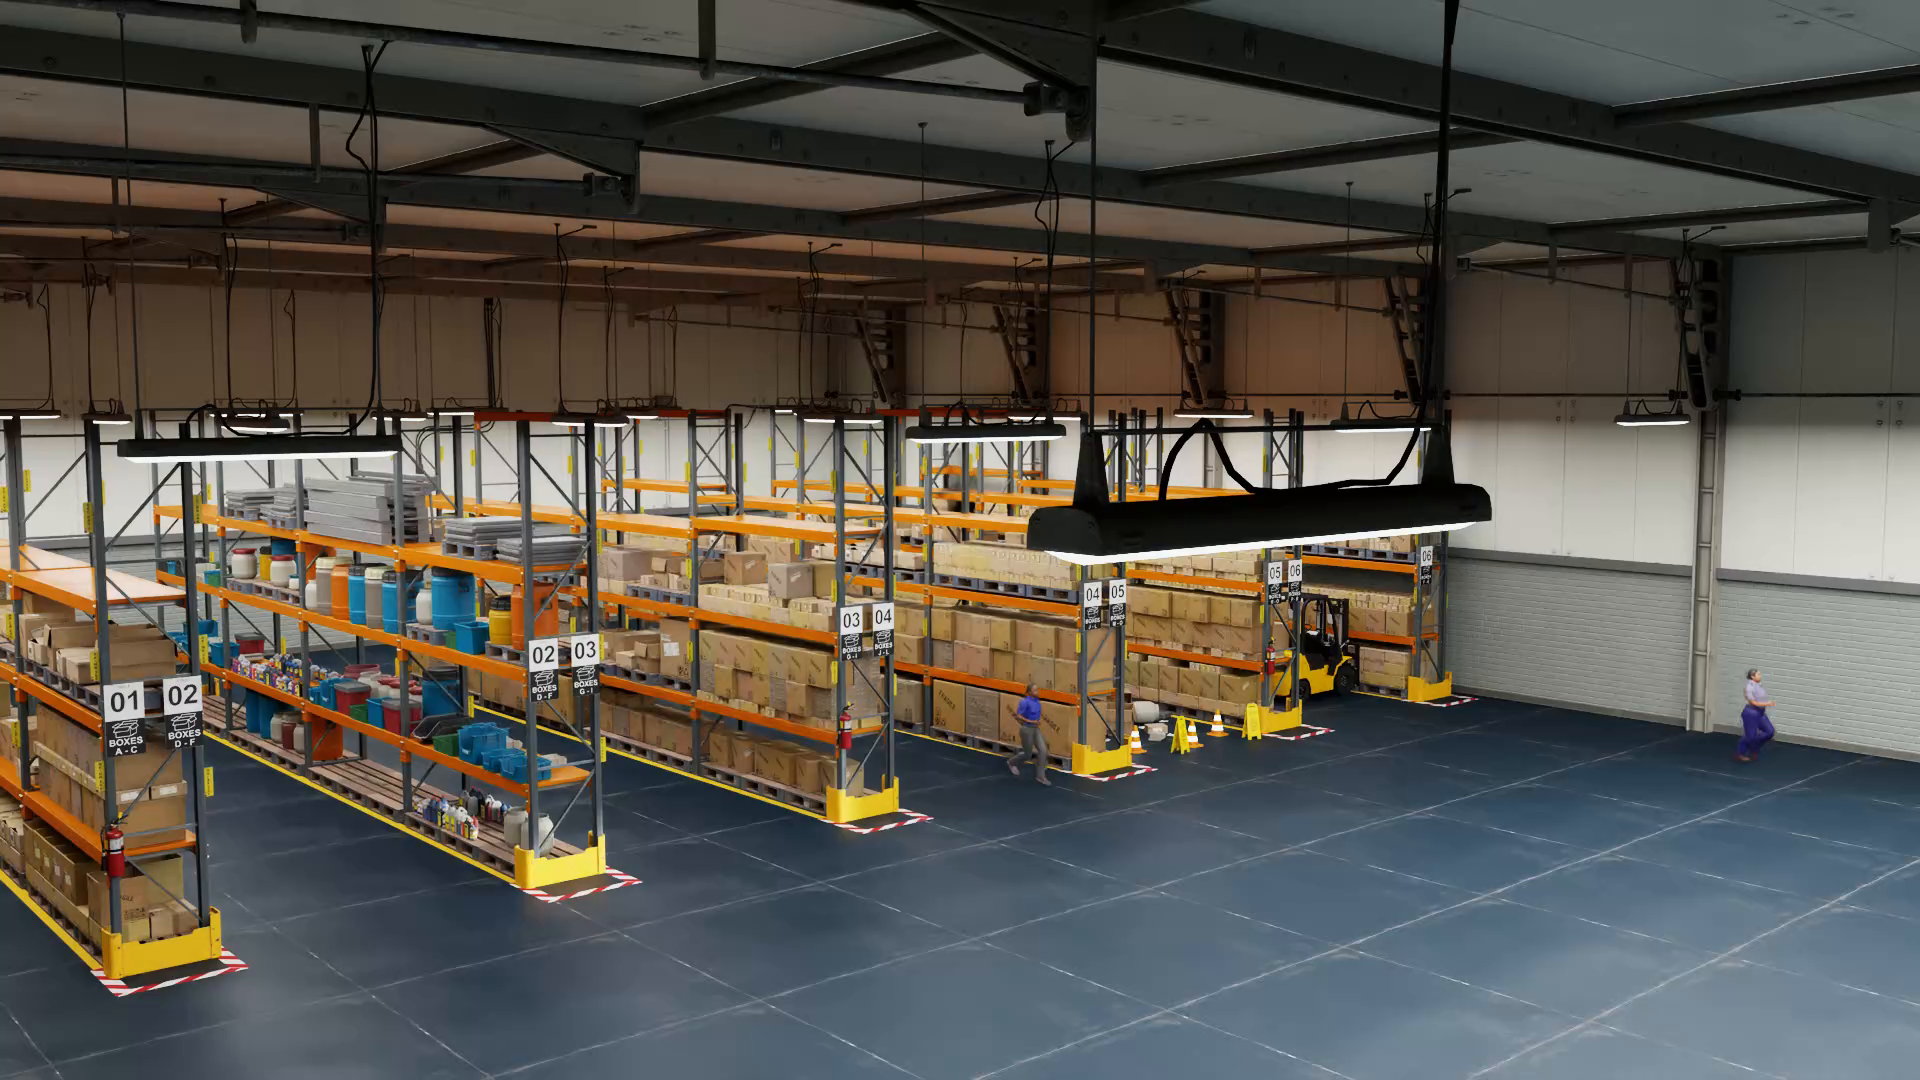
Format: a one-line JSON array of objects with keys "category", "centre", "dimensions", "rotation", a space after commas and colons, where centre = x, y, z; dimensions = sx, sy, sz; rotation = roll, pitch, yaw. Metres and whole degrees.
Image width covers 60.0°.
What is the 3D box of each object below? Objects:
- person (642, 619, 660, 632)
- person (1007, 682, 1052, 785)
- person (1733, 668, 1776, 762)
[{"category": "person", "centre": [-7.744, 1.872, 41.434], "dimensions": [0.566, 1.652, 0.697], "rotation": [1, 5, 9]}, {"category": "person", "centre": [1.129, 3.141, 27.140], "dimensions": [0.847, 1.661, 0.616], "rotation": [4, 7, 41]}, {"category": "person", "centre": [13.646, 3.018, 28.520], "dimensions": [0.652, 1.620, 0.582], "rotation": [4, 7, 41]}]
